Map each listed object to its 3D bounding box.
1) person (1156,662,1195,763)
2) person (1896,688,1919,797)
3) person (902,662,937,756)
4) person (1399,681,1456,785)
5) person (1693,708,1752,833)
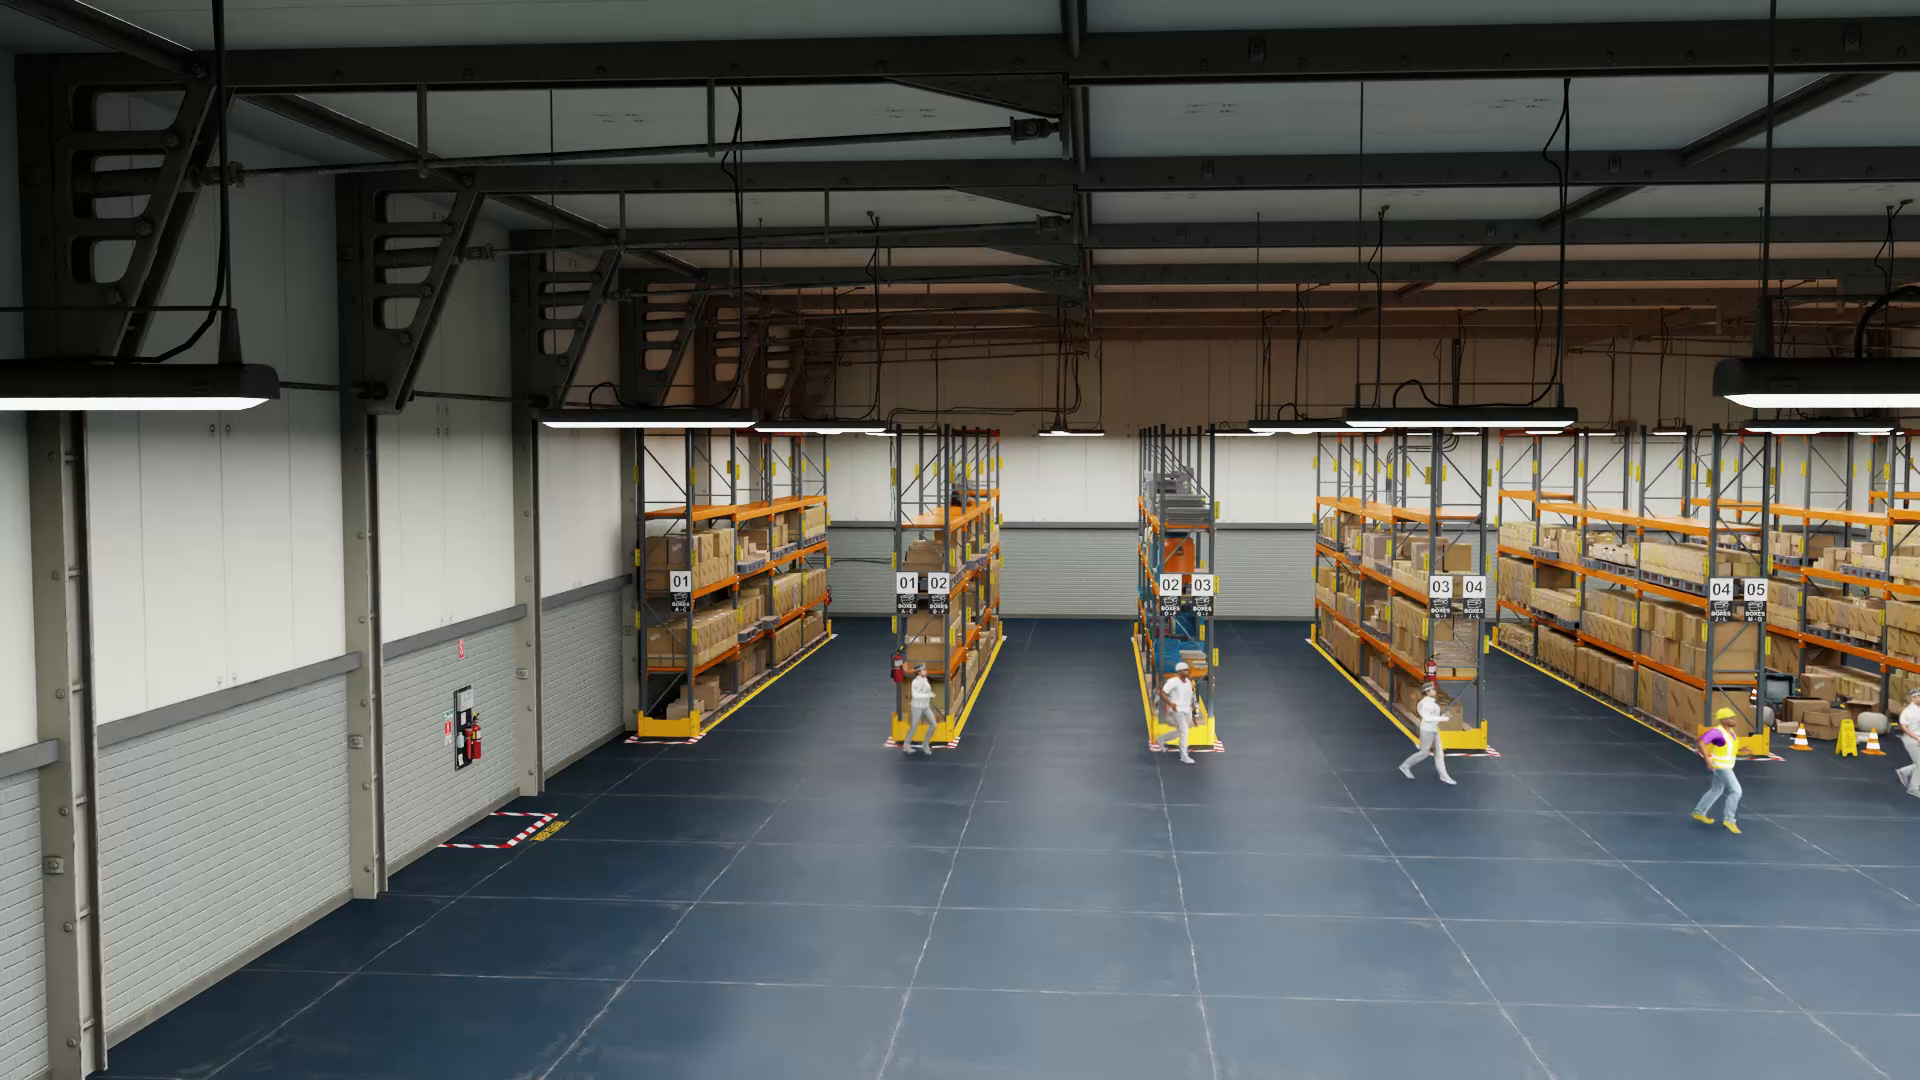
[{"bbox_3d":[3.896,3.057,29.722,0.881,1.760,0.729,3,5,42],"label":"person"},{"bbox_3d":[15.352,3.230,26.732,0.661,1.755,0.564,-3,4,-36],"label":"person"},{"bbox_3d":[-0.677,3.055,30.060,0.696,1.716,0.620,3,4,36],"label":"person"},{"bbox_3d":[7.746,3.178,27.509,0.919,1.703,0.578,2,4,27],"label":"person"},{"bbox_3d":[11.179,3.366,24.392,0.775,1.828,0.678,2,4,33],"label":"person"}]
